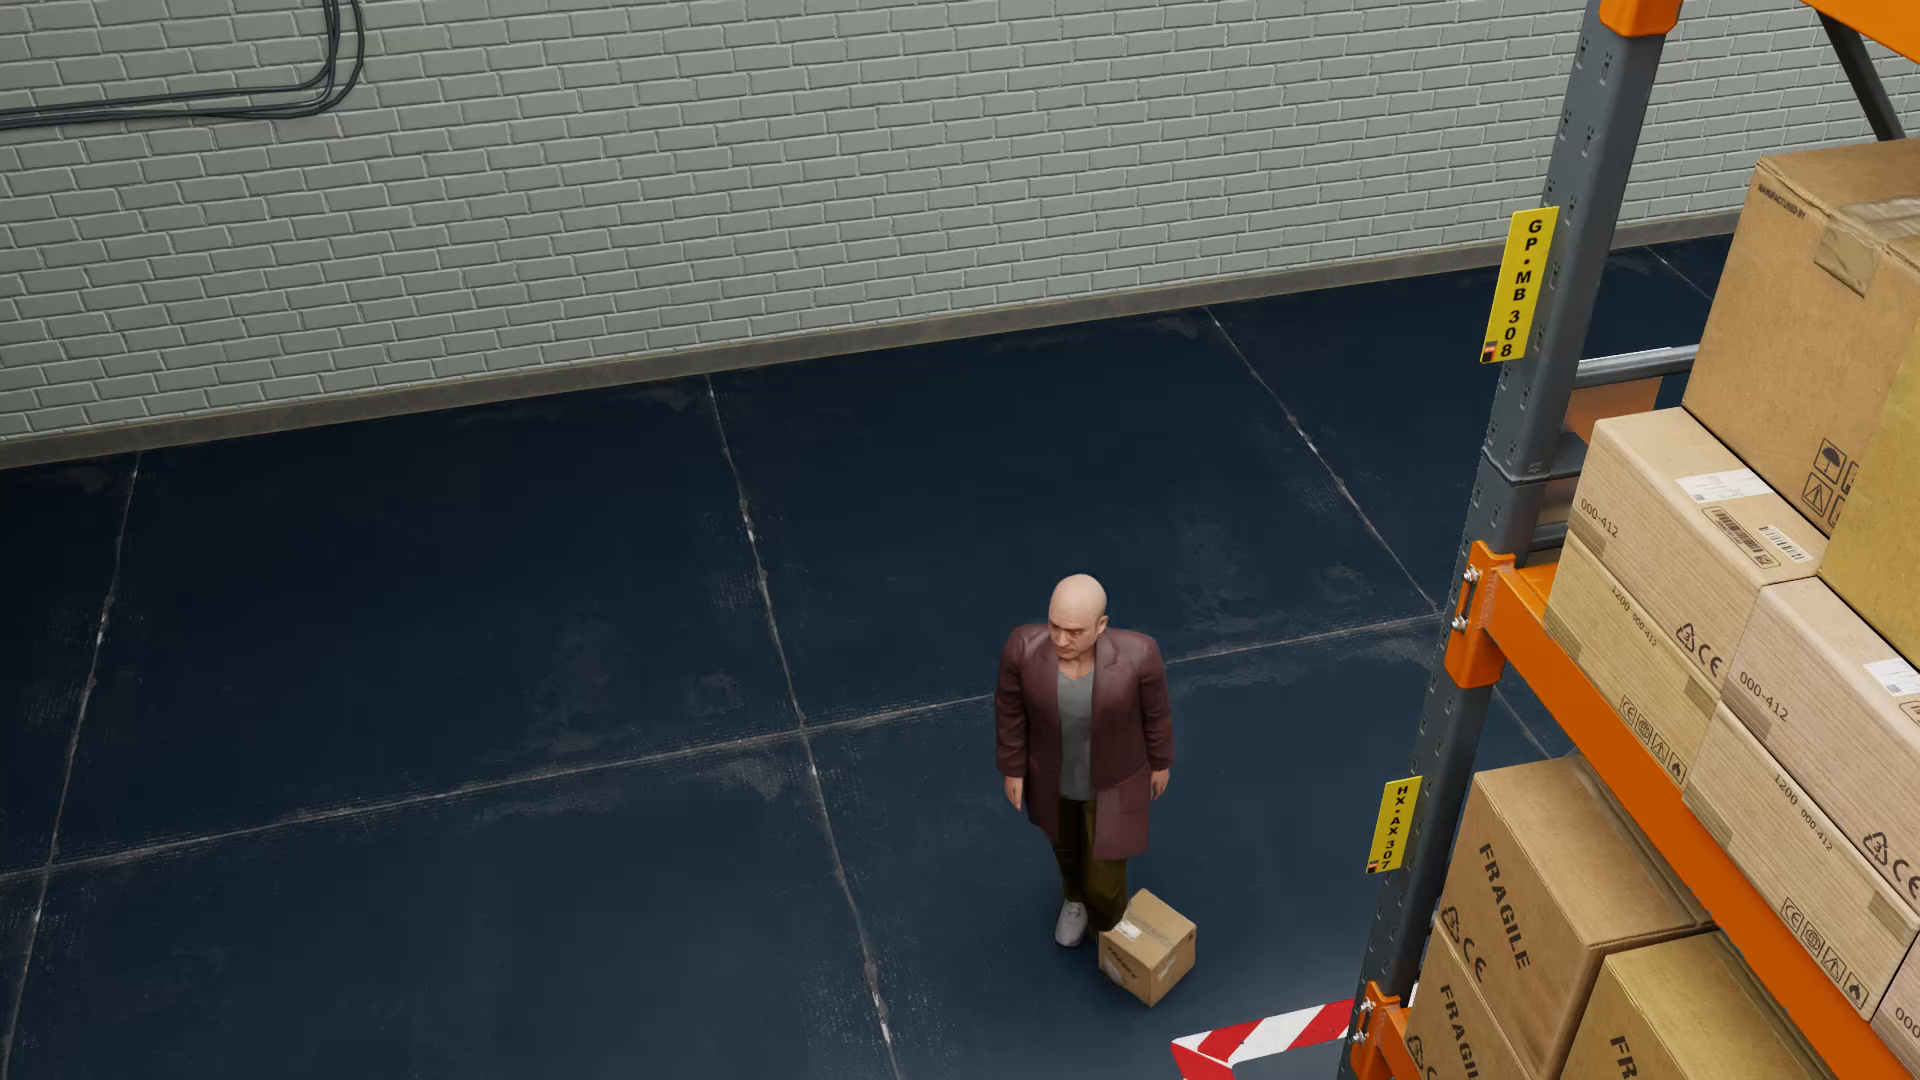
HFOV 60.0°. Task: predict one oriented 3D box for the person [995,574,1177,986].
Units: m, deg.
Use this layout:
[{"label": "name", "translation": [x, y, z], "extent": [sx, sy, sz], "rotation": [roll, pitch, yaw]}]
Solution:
[{"label": "person", "translation": [0.417, 0.777, 5.687], "extent": [0.611, 1.764, 0.568], "rotation": [12, 39, 15]}]
